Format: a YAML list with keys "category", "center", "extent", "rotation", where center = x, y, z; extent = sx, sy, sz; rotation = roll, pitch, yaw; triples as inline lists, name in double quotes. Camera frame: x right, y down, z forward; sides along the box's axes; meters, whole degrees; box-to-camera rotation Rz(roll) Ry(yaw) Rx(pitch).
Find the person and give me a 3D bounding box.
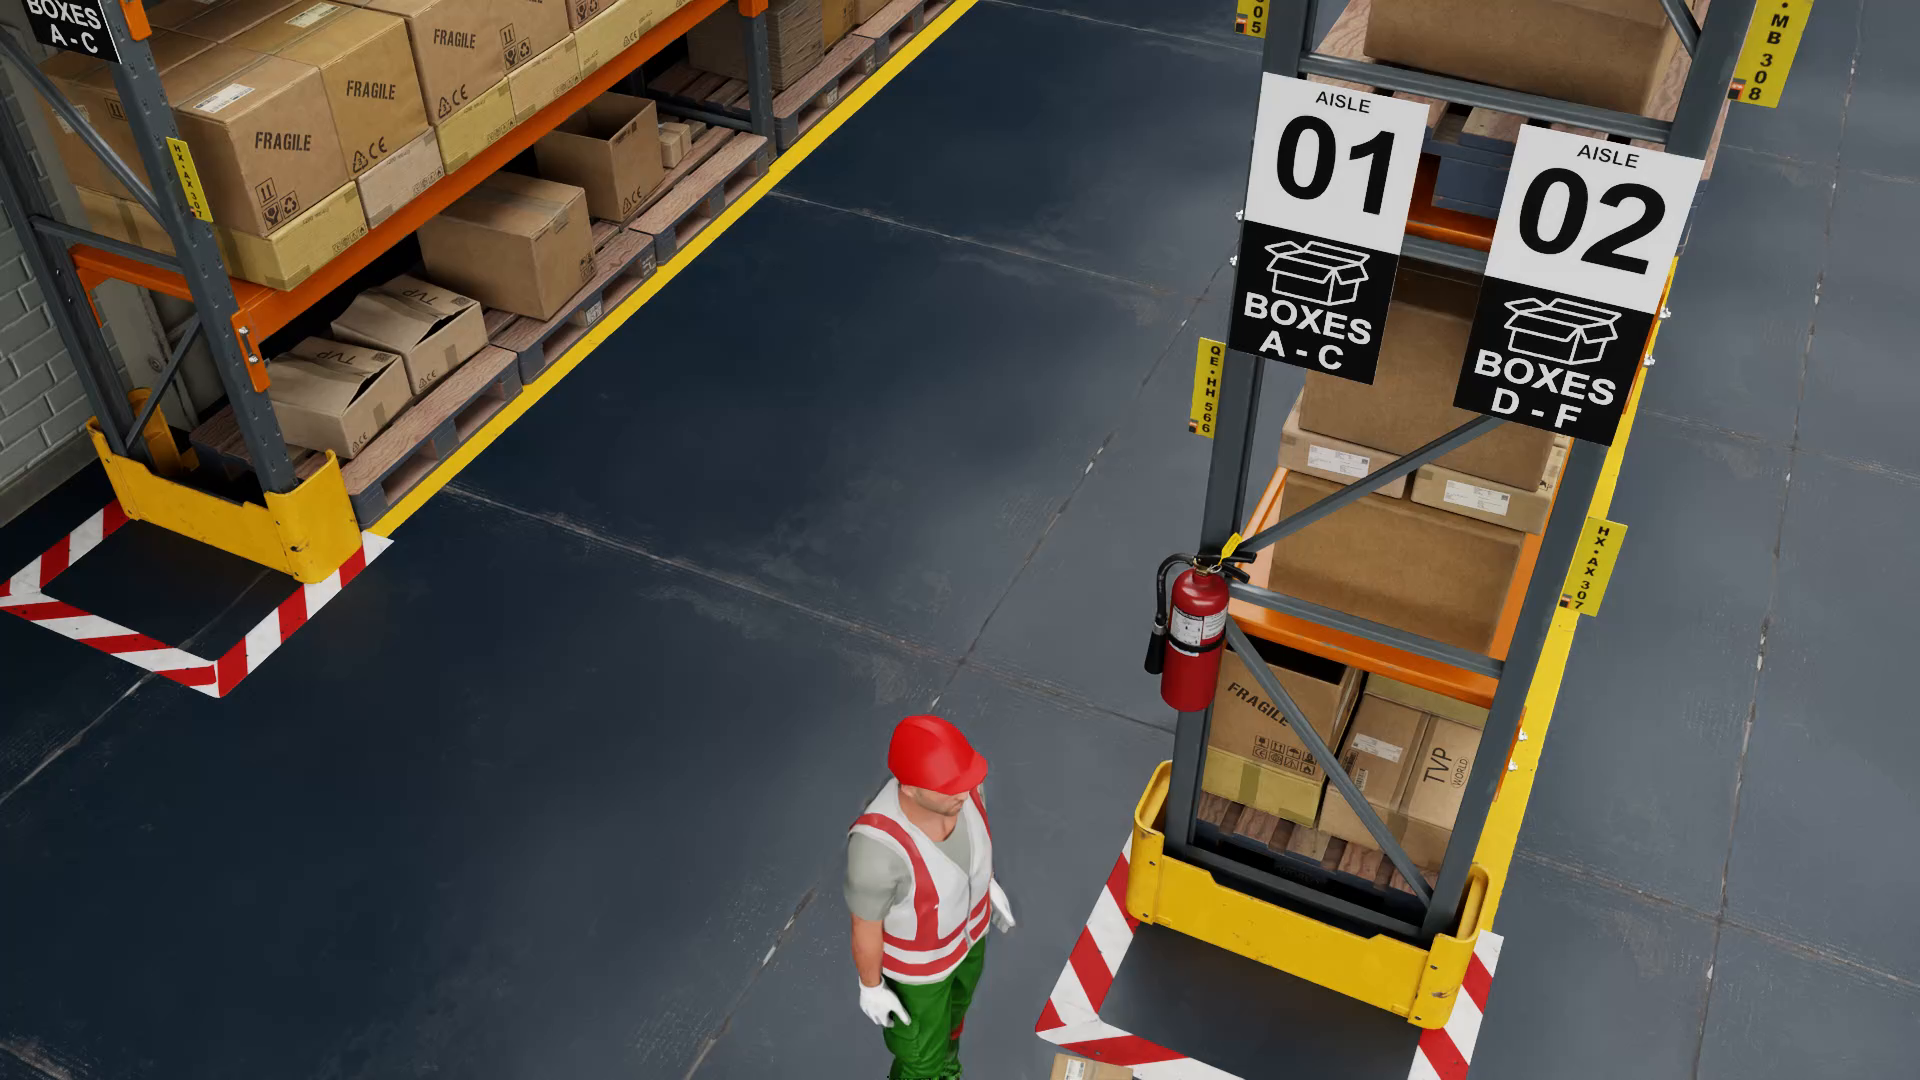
- category: "person"
  center: [-0.020, 1.181, 4.799]
  extent: [0.489, 1.798, 0.568]
  rotation: [25, 47, 25]
